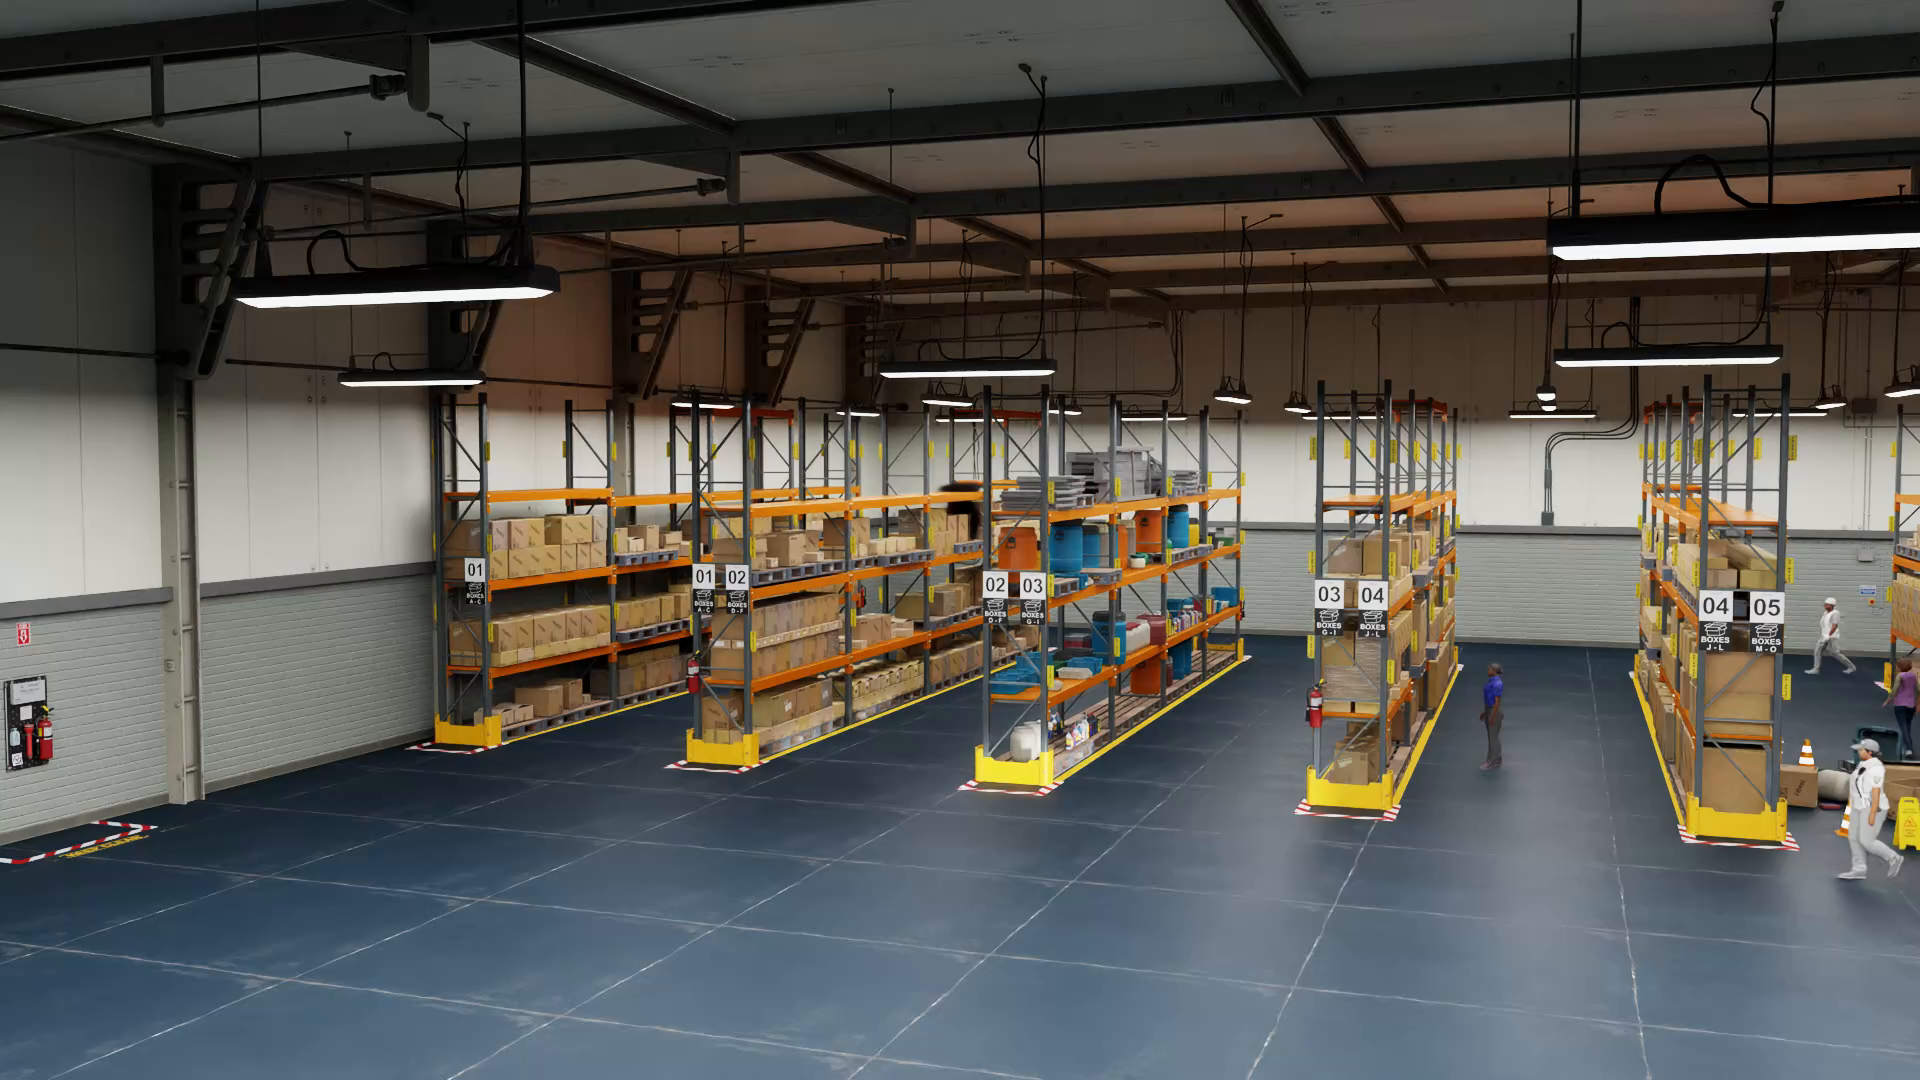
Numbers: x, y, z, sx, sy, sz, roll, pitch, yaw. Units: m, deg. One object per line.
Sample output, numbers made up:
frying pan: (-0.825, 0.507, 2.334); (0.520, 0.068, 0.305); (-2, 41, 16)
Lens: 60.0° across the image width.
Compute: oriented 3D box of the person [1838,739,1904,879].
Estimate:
person: (10.577, 3.133, 19.291); (0.611, 1.660, 0.470); (0, 3, -1)

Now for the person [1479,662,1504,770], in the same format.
person: (8.400, 2.778, 26.340); (0.472, 1.688, 0.462); (0, 3, -8)

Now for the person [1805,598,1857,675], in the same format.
person: (19.425, 2.158, 37.091); (1.025, 1.746, 0.575); (0, 3, 9)

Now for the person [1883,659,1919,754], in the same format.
person: (15.579, 2.744, 27.483); (0.535, 1.546, 0.876); (1, 3, 11)
